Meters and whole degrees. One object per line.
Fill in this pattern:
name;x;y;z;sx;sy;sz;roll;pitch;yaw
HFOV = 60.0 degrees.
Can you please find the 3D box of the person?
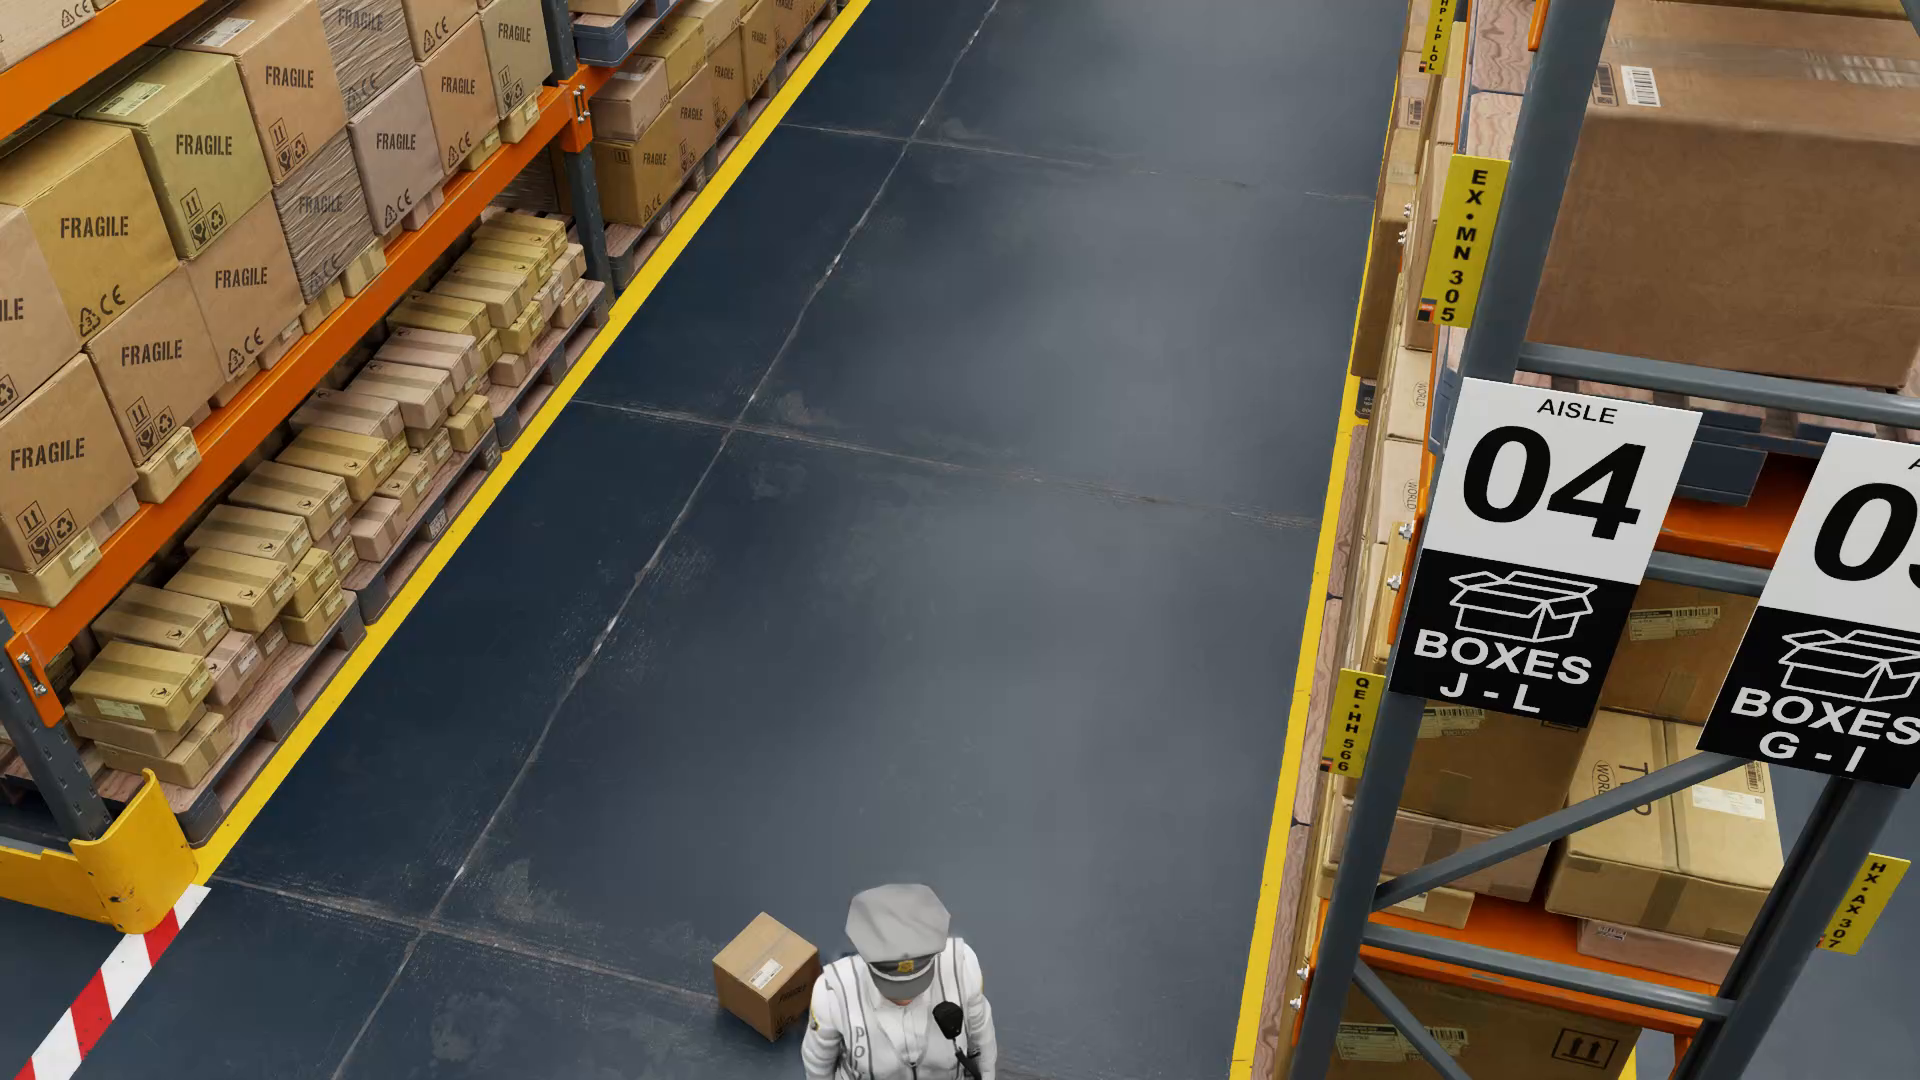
person;-0.162;1.431;4.490;0.518;1.653;0.577;-10;42;-11
